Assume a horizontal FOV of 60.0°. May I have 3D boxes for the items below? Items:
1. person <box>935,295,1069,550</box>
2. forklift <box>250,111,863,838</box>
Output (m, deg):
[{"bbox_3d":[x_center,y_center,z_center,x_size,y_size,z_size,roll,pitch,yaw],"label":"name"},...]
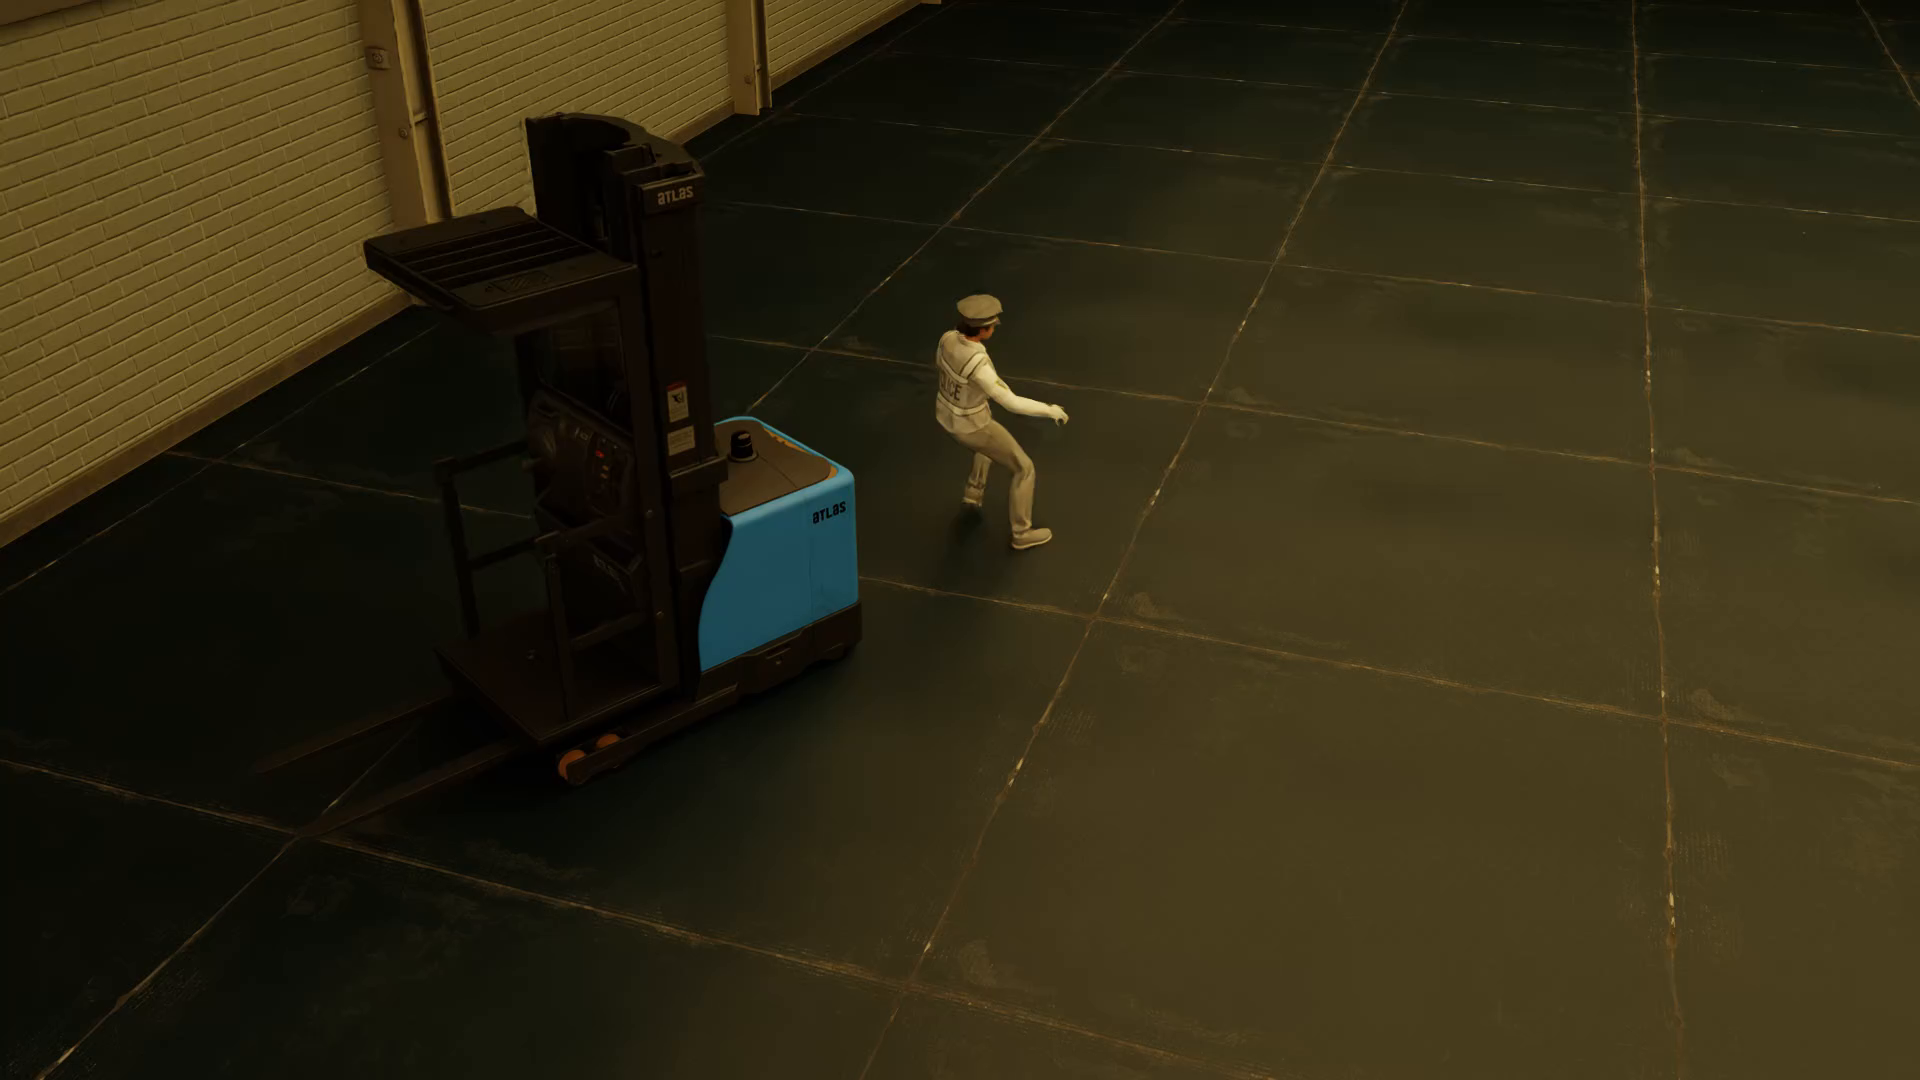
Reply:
[{"bbox_3d":[0.203,-0.758,9.892,0.634,1.515,0.766,-16,33,-26],"label":"person"},{"bbox_3d":[-1.968,-0.385,7.812,3.031,2.935,1.130,-24,37,-35],"label":"forklift"}]
